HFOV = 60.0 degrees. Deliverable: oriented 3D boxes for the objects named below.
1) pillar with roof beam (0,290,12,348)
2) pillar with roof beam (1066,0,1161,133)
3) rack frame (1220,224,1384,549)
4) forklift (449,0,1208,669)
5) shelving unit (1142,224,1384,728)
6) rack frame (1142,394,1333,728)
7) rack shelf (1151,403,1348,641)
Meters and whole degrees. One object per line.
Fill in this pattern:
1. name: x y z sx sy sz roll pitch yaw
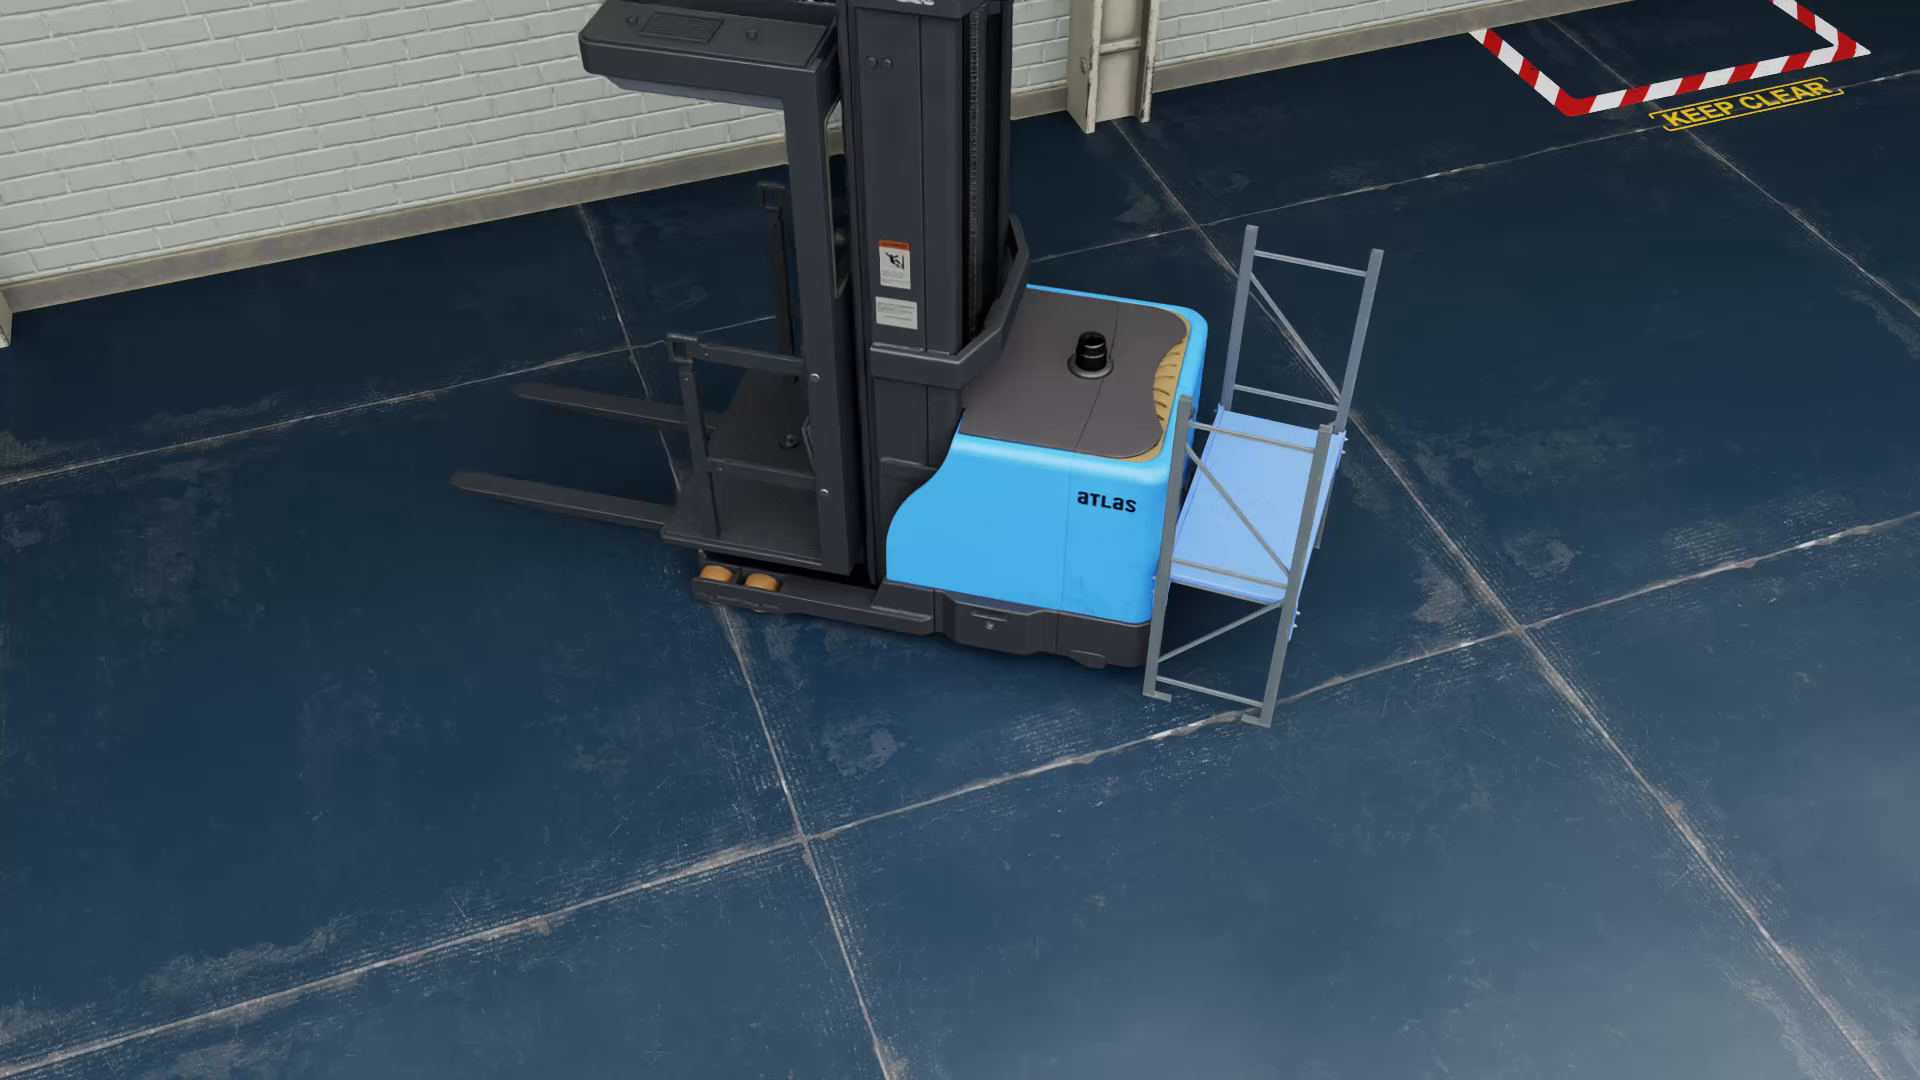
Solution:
1. pillar with roof beam: -3.343 -1.297 1.999 0.400 9.000 9.100 -14 47 -14
2. pillar with roof beam: 2.301 -2.740 3.437 0.400 9.000 9.100 -14 47 -14
3. rack frame: 1.284 -0.559 6.558 0.500 1.500 0.032 14 47 13
4. forklift: -0.601 -1.091 6.077 3.031 2.935 1.130 10 46 10
5. shelving unit: 1.116 -0.219 6.219 0.538 1.500 1.048 14 47 13
6. rack frame: 0.949 0.121 5.880 0.500 1.500 0.032 14 47 13
7. rack shelf: 1.116 -0.092 6.346 0.538 0.185 1.000 14 47 13
